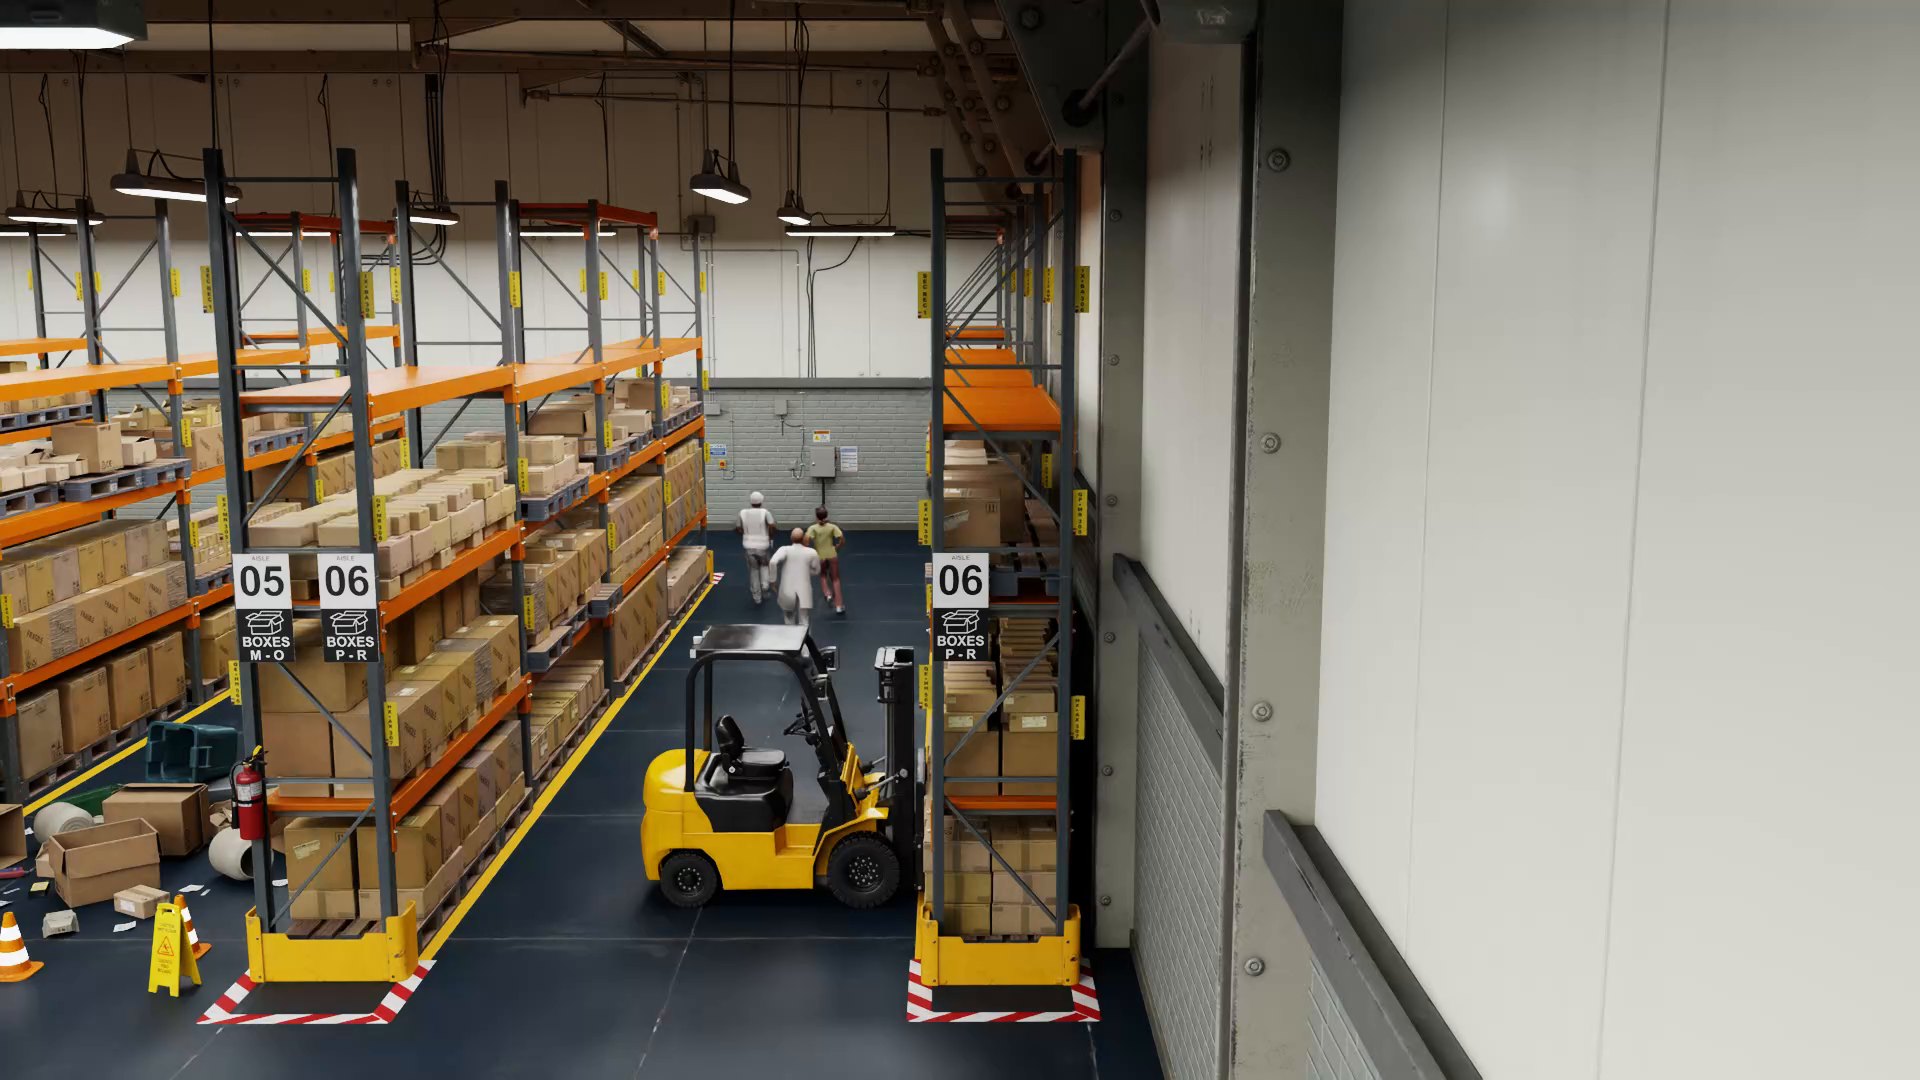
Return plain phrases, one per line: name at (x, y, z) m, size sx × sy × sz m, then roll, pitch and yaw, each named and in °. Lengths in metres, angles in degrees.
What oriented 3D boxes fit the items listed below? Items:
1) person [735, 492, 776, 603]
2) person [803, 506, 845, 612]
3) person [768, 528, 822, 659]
person at (-3.207, 0.097, 26.285) m, size 0.657 × 1.745 × 0.625 m, roll 0°, pitch 9°, yaw 0°
person at (-2.087, 0.287, 25.524) m, size 0.637 × 1.626 × 0.620 m, roll -1°, pitch 9°, yaw -7°
person at (-2.214, 0.732, 22.324) m, size 0.725 × 1.794 × 0.952 m, roll -1°, pitch 9°, yaw -7°
